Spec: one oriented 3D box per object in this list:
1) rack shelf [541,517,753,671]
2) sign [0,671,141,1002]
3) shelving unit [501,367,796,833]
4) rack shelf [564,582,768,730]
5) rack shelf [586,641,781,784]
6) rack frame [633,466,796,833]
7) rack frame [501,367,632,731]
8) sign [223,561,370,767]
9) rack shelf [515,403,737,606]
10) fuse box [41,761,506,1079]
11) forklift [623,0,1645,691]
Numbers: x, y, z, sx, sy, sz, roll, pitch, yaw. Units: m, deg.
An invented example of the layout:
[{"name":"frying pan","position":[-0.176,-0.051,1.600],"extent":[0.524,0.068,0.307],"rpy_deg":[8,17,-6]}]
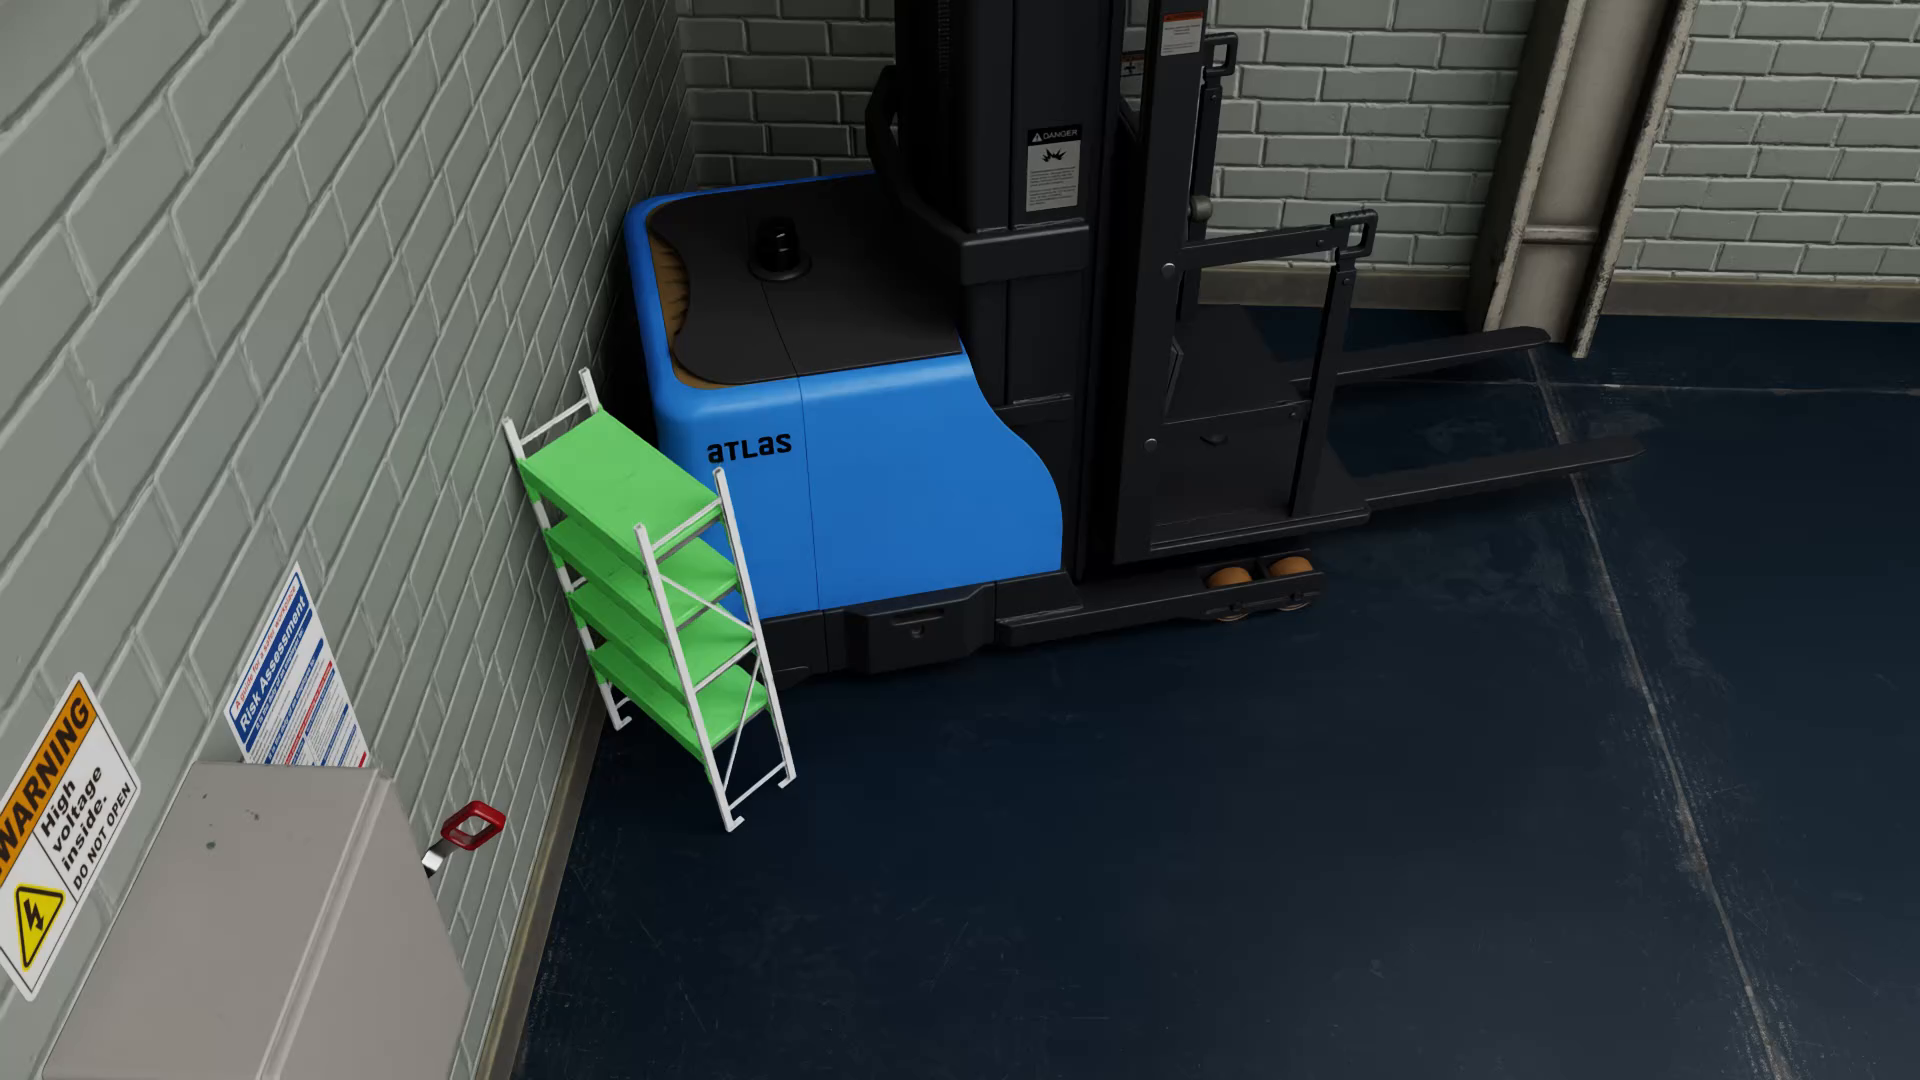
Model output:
[{"name":"rack shelf","position":[-0.753,0.070,4.011],"extent":[0.480,0.148,0.258],"rpy_deg":[35,59,30]},{"name":"sign","position":[-1.117,0.362,2.055],"extent":[0.001,0.242,0.339],"rpy_deg":[2,43,2]},{"name":"shelving unit","position":[-0.743,0.187,4.143],"extent":[0.503,1.200,0.258],"rpy_deg":[35,59,30]},{"name":"rack shelf","position":[-0.739,0.229,4.190],"extent":[0.480,0.148,0.258],"rpy_deg":[35,59,30]},{"name":"rack shelf","position":[-0.725,0.389,4.369],"extent":[0.480,0.148,0.258],"rpy_deg":[35,59,30]},{"name":"rack frame","position":[-0.569,0.308,4.021],"extent":[0.015,1.200,0.240],"rpy_deg":[35,59,30]},{"name":"rack frame","position":[-0.916,0.066,4.264],"extent":[0.015,1.200,0.240],"rpy_deg":[35,59,30]},{"name":"sign","position":[-1.093,0.325,2.770],"extent":[0.001,0.494,0.329],"rpy_deg":[2,43,2]},{"name":"rack shelf","position":[-0.767,-0.089,3.832],"extent":[0.480,0.148,0.258],"rpy_deg":[35,59,30]},{"name":"fuse box","position":[-0.908,1.105,2.809],"extent":[0.414,1.711,0.539],"rpy_deg":[2,43,2]},{"name":"forklift","position":[0.606,-1.171,4.357],"extent":[3.031,2.935,1.130],"rpy_deg":[-9,44,-10]}]
